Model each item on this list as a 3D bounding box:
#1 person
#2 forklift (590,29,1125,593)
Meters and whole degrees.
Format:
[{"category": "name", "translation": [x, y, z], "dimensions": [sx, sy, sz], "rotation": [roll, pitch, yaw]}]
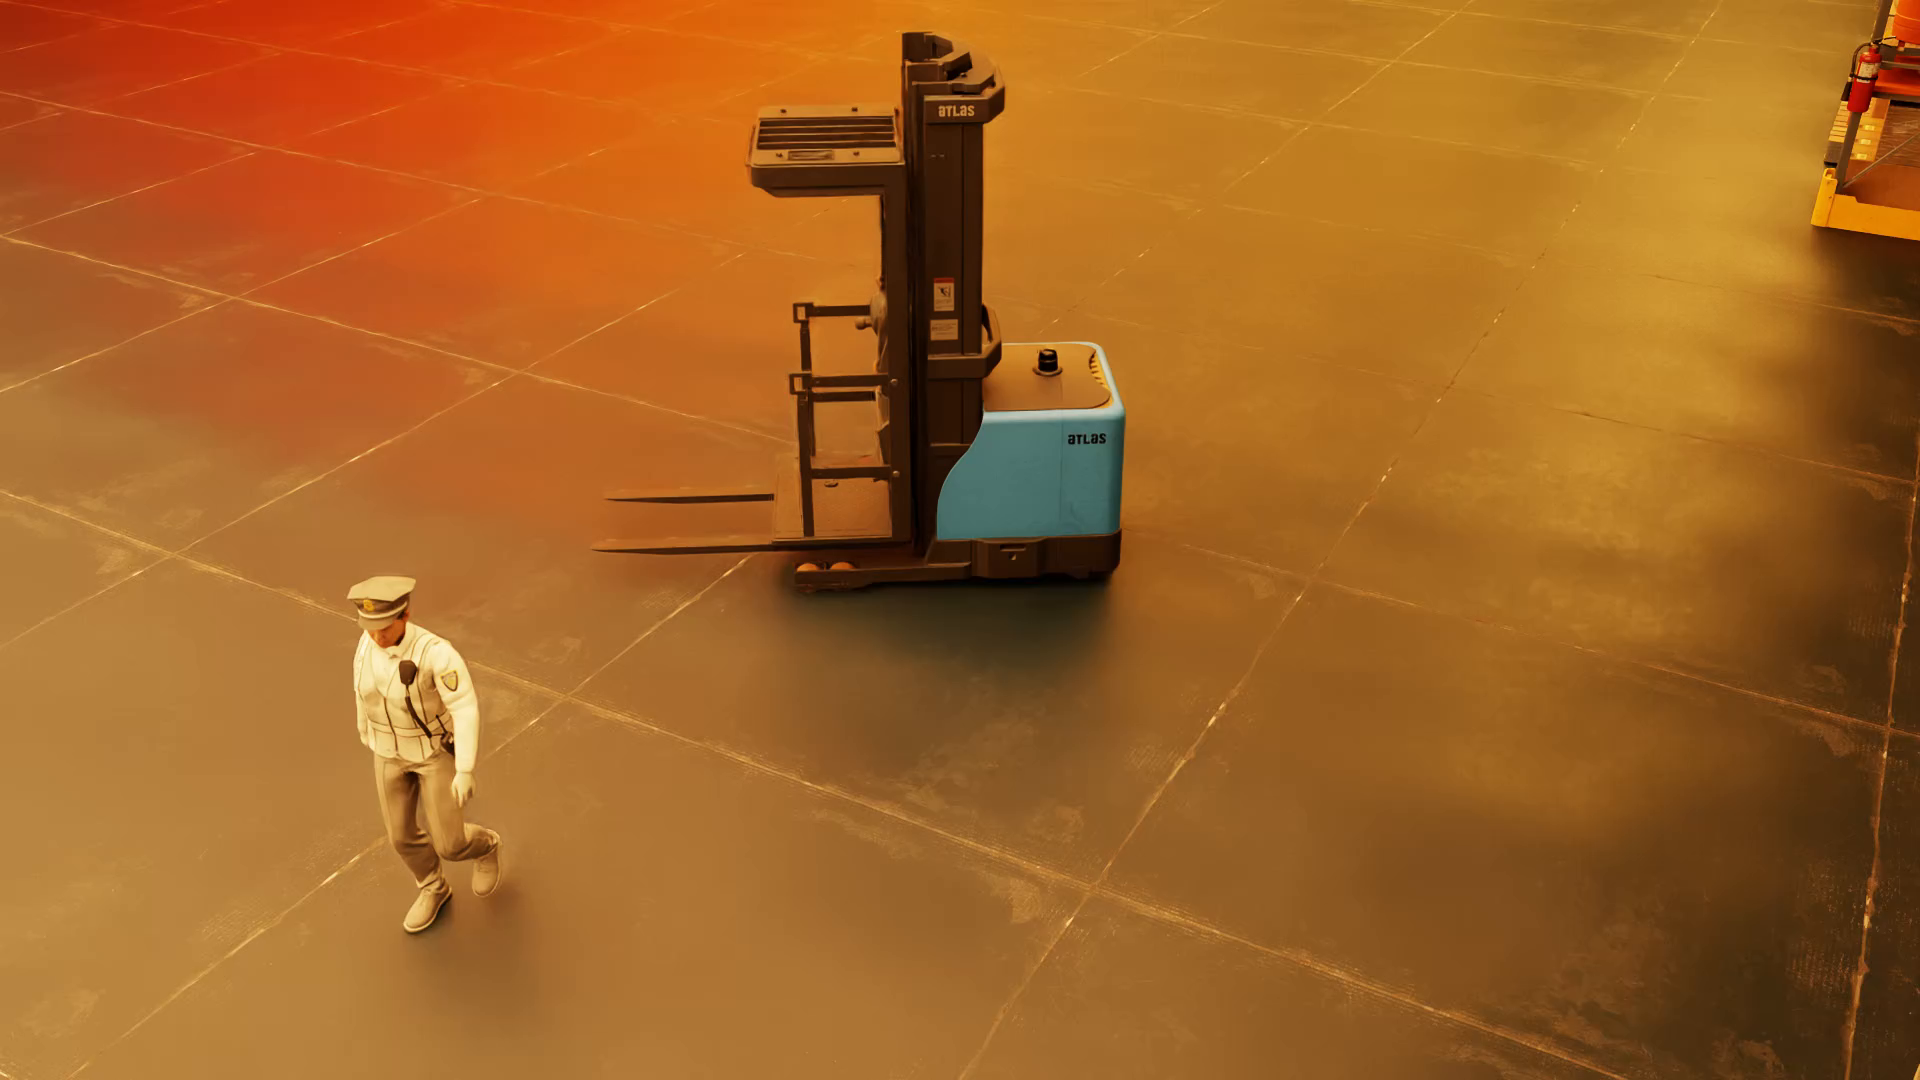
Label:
[{"category": "person", "translation": [-2.220, 0.870, 6.852], "dimensions": [0.673, 1.650, 0.459], "rotation": [7, 31, 12]}, {"category": "forklift", "translation": [-0.616, -1.241, 9.220], "dimensions": [3.031, 2.935, 1.130], "rotation": [-2, 30, -3]}]
